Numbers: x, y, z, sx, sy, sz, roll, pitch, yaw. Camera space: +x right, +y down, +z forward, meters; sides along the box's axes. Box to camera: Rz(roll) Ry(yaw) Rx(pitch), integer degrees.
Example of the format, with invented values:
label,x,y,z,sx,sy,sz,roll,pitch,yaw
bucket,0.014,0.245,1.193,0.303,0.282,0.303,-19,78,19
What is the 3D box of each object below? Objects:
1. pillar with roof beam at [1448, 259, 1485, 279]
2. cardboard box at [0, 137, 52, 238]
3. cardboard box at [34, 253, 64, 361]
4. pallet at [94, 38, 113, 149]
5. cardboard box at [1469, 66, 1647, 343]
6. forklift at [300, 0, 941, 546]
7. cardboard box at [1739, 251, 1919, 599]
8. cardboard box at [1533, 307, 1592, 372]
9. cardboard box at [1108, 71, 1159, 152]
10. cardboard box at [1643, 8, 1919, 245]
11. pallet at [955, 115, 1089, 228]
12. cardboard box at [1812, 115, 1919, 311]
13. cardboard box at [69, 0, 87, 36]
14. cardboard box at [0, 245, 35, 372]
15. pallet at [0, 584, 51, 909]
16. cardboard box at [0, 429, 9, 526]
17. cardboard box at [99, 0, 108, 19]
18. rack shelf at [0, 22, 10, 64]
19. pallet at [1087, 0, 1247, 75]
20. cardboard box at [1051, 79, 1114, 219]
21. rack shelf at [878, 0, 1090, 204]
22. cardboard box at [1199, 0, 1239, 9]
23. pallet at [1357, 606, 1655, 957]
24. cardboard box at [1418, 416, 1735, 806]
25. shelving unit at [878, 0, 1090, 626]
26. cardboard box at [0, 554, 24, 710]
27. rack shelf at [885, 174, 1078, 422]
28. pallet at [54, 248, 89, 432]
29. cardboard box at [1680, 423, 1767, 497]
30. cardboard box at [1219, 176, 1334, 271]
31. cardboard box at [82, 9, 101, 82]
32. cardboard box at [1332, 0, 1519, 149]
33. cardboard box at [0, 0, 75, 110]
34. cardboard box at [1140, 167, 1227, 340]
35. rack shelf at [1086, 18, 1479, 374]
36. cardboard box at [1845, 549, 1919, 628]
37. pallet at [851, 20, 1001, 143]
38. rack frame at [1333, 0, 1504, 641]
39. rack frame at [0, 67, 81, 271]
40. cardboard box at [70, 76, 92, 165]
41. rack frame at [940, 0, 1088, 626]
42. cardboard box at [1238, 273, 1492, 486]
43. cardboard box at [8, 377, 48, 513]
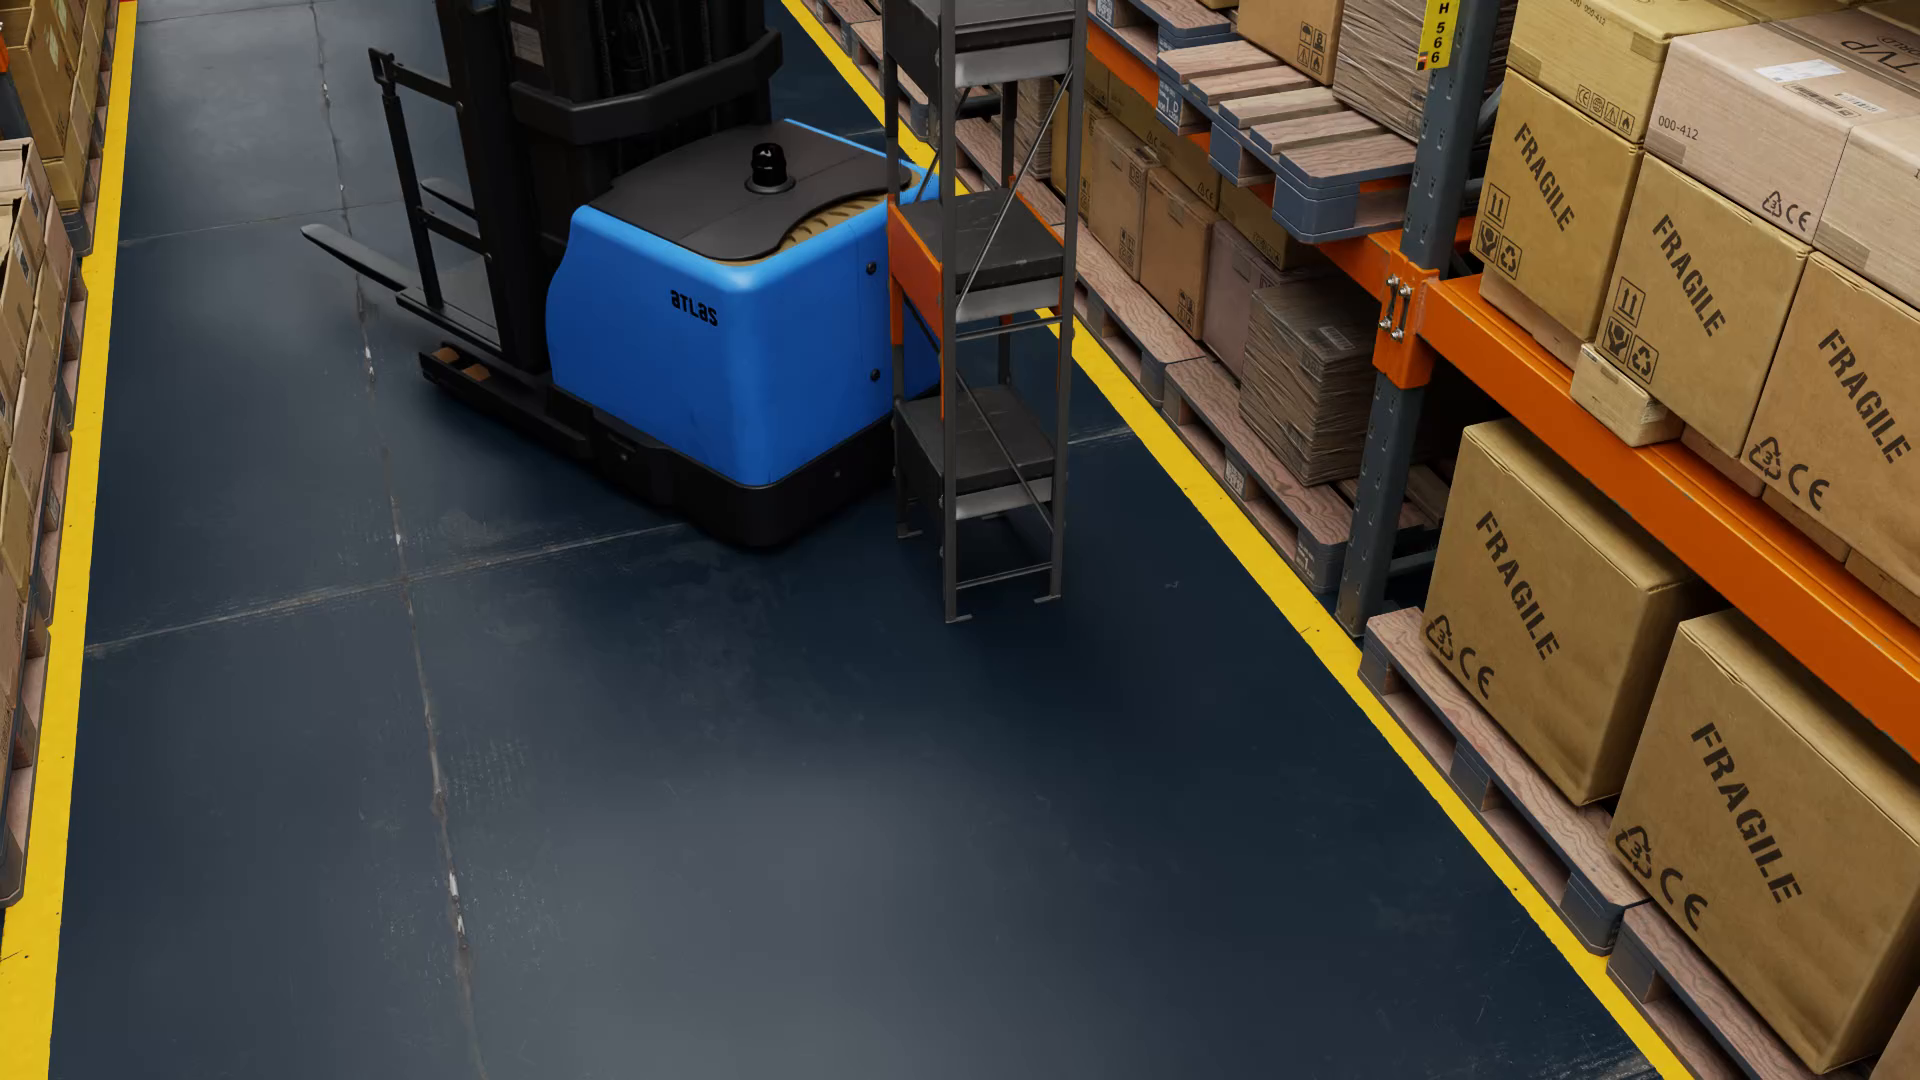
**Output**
label,x,y,z,sx,sy,sz,roll,pitch,yaw
pillar with roof beam,-1.970,-3.432,2.827,9.100,9.000,0.400,-12,39,-16
cardboard box,-3.911,-1.370,6.545,0.500,0.311,0.500,-12,39,-16
cardboard box,-3.732,-0.855,6.328,0.500,0.250,0.500,-13,39,-17
pallet,-4.977,-2.280,8.601,1.003,0.211,1.213,-12,39,-16
cardboard box,1.634,-0.853,4.042,0.500,0.500,0.500,-11,38,-15
forklift,-1.474,-1.895,5.830,3.031,2.935,1.130,27,45,31
cardboard box,1.975,-0.275,3.275,0.500,0.500,0.500,-13,39,-16
cardboard box,1.681,-0.543,4.170,0.380,0.149,0.250,-12,39,-15
cardboard box,0.937,-1.797,6.731,0.500,0.250,0.500,-14,39,-17
cardboard box,1.807,-0.867,3.437,0.500,0.250,0.500,-13,39,-17
pallet,0.600,-1.720,7.858,1.003,0.211,1.213,-12,39,-16
cardboard box,1.982,-0.585,3.063,0.500,0.250,0.500,-12,39,-16
cardboard box,-4.703,-2.788,8.272,0.500,0.500,0.500,-12,39,-16
cardboard box,-3.557,-0.795,5.782,0.500,0.311,0.500,-13,39,-16
pallet,-3.190,0.655,4.705,1.003,0.211,1.213,-12,39,-16
cardboard box,-3.210,-0.220,5.019,0.500,0.311,0.500,-13,39,-17
cardboard box,-5.051,-3.053,9.246,0.500,0.250,0.500,-12,39,-16
rack shelf,-5.008,-3.088,7.954,1.077,0.370,4.000,-12,39,-16
pallet,0.987,-2.047,6.134,1.003,0.211,1.213,-12,39,-16
cardboard box,0.824,-1.757,7.301,0.700,0.500,0.500,-13,39,-17
rack shelf,0.057,-1.293,4.581,0.431,0.518,0.480,-12,39,-16
cardboard box,1.086,-2.192,5.718,0.700,0.500,0.500,-12,39,-16
pallet,1.907,0.561,4.830,1.003,0.211,1.213,-12,39,-16
cardboard box,1.837,0.120,4.535,0.750,0.750,0.750,-13,39,-17
shelving unit,0.057,-0.745,4.994,0.431,2.100,0.503,-12,39,-16
cardboard box,-3.021,0.304,4.789,0.500,0.250,0.500,-13,39,-17
rack shelf,0.057,-0.734,5.002,0.431,0.518,0.480,-12,39,-16
pallet,-4.029,-0.724,6.535,1.003,0.211,1.213,-12,39,-16
cardboard box,1.895,-0.259,3.793,0.380,0.149,0.250,-13,39,-16
cardboard box,1.273,-1.221,5.967,0.500,0.250,0.500,-12,39,-15
cardboard box,-4.707,-2.488,8.496,0.500,0.250,0.500,-12,39,-16
cardboard box,1.536,-1.493,4.790,0.700,0.500,0.500,-17,40,-21
cardboard box,-4.365,-2.222,7.520,0.500,0.500,0.500,-12,39,-16
cardboard box,1.144,-1.177,6.531,0.700,0.500,0.500,-13,39,-16
rack shelf,1.019,-1.856,6.319,1.077,0.370,4.000,-12,39,-16
cardboard box,2.072,0.034,3.404,0.380,0.149,0.250,-12,39,-15
pallet,0.066,-2.532,8.935,1.003,0.211,1.213,-12,39,-16
rack frame,1.707,-1.014,4.603,1.000,3.000,0.127,-12,39,-16
rack frame,-4.319,-2.246,6.238,1.000,3.000,0.127,-12,39,-16
cardboard box,-4.362,-1.923,7.747,0.500,0.250,0.500,-12,39,-16
rack frame,0.141,-0.607,4.811,0.400,2.100,0.015,-12,39,-16
cardboard box,1.410,-0.587,5.748,0.700,0.500,0.500,-12,39,-15
cardboard box,-3.382,-0.278,5.562,0.500,0.250,0.500,-12,39,-15
